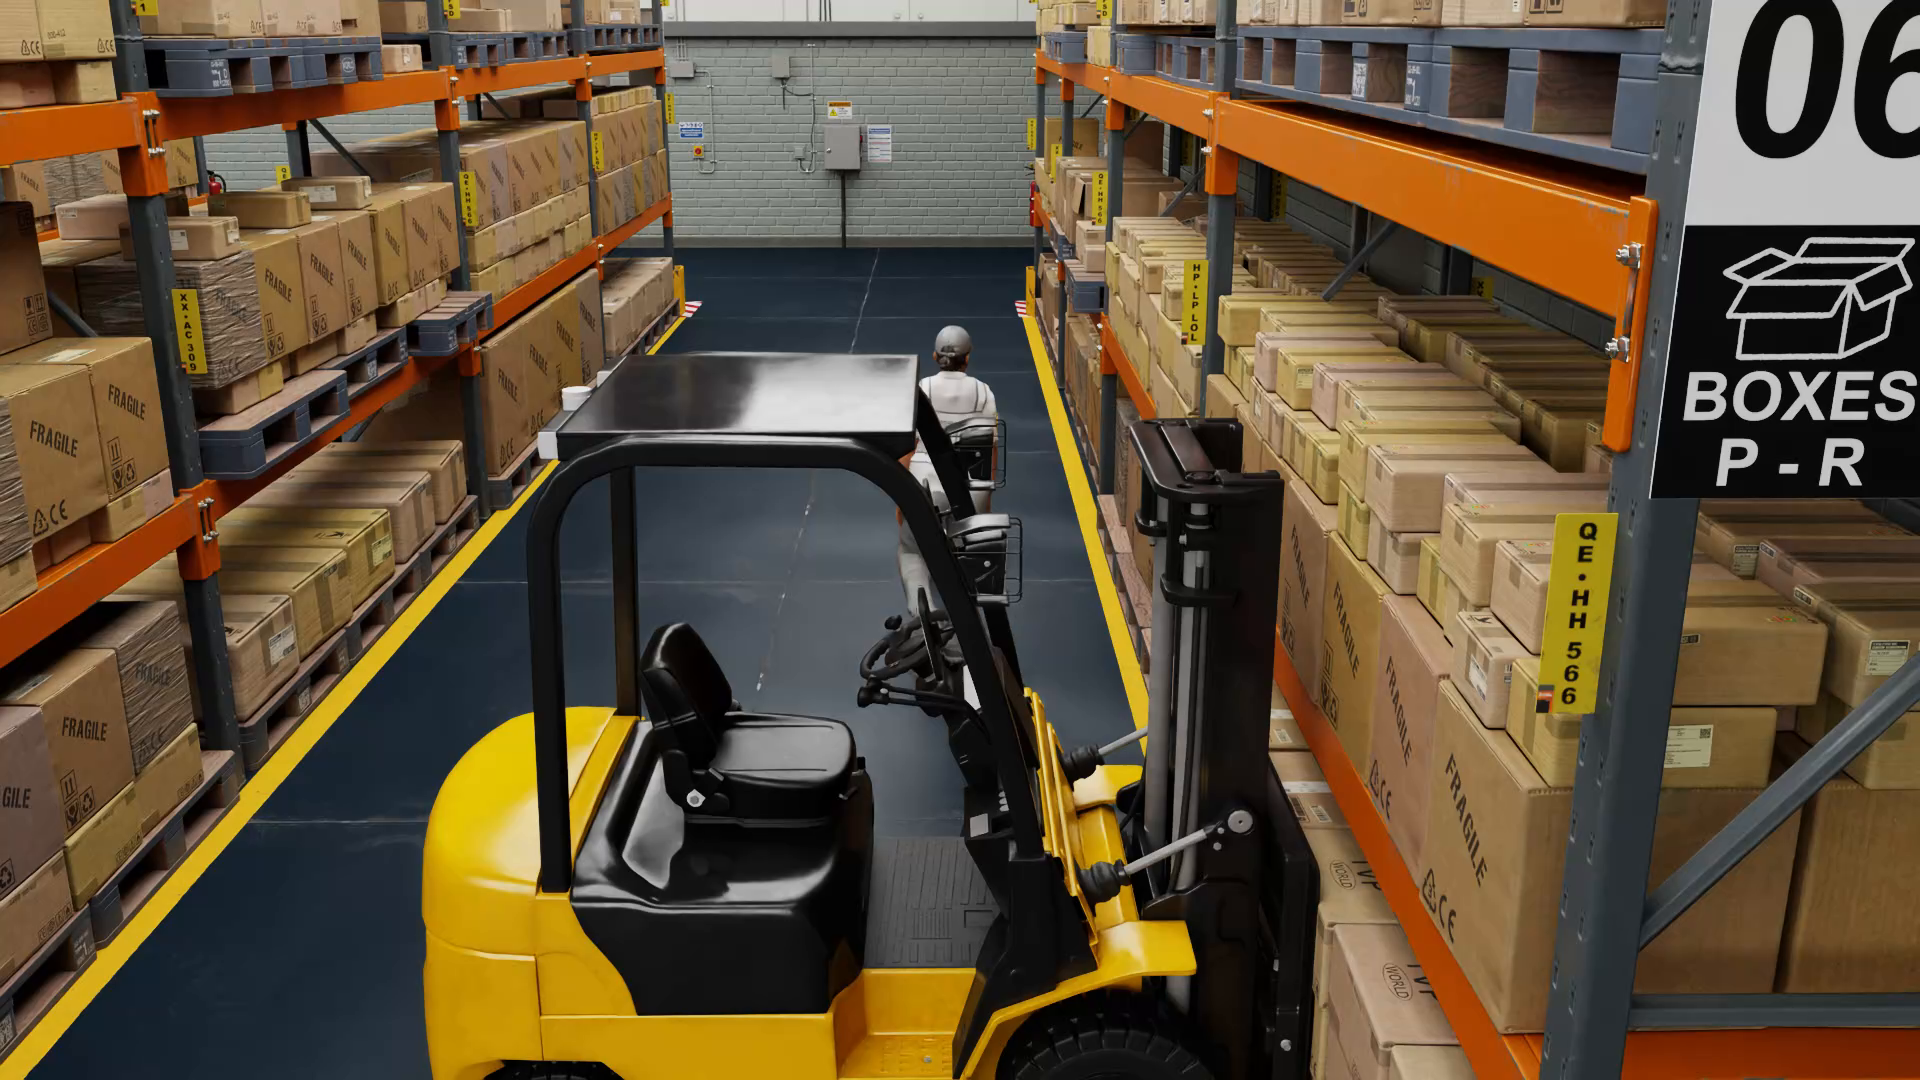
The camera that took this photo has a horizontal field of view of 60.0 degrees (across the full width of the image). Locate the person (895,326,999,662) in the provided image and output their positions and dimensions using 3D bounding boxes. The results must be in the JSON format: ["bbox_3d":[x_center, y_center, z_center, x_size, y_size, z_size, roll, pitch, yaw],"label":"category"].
[{"bbox_3d":[-0.073,-0.214,8.169,0.524,1.659,0.493,-2,17,-5],"label":"person"}]
